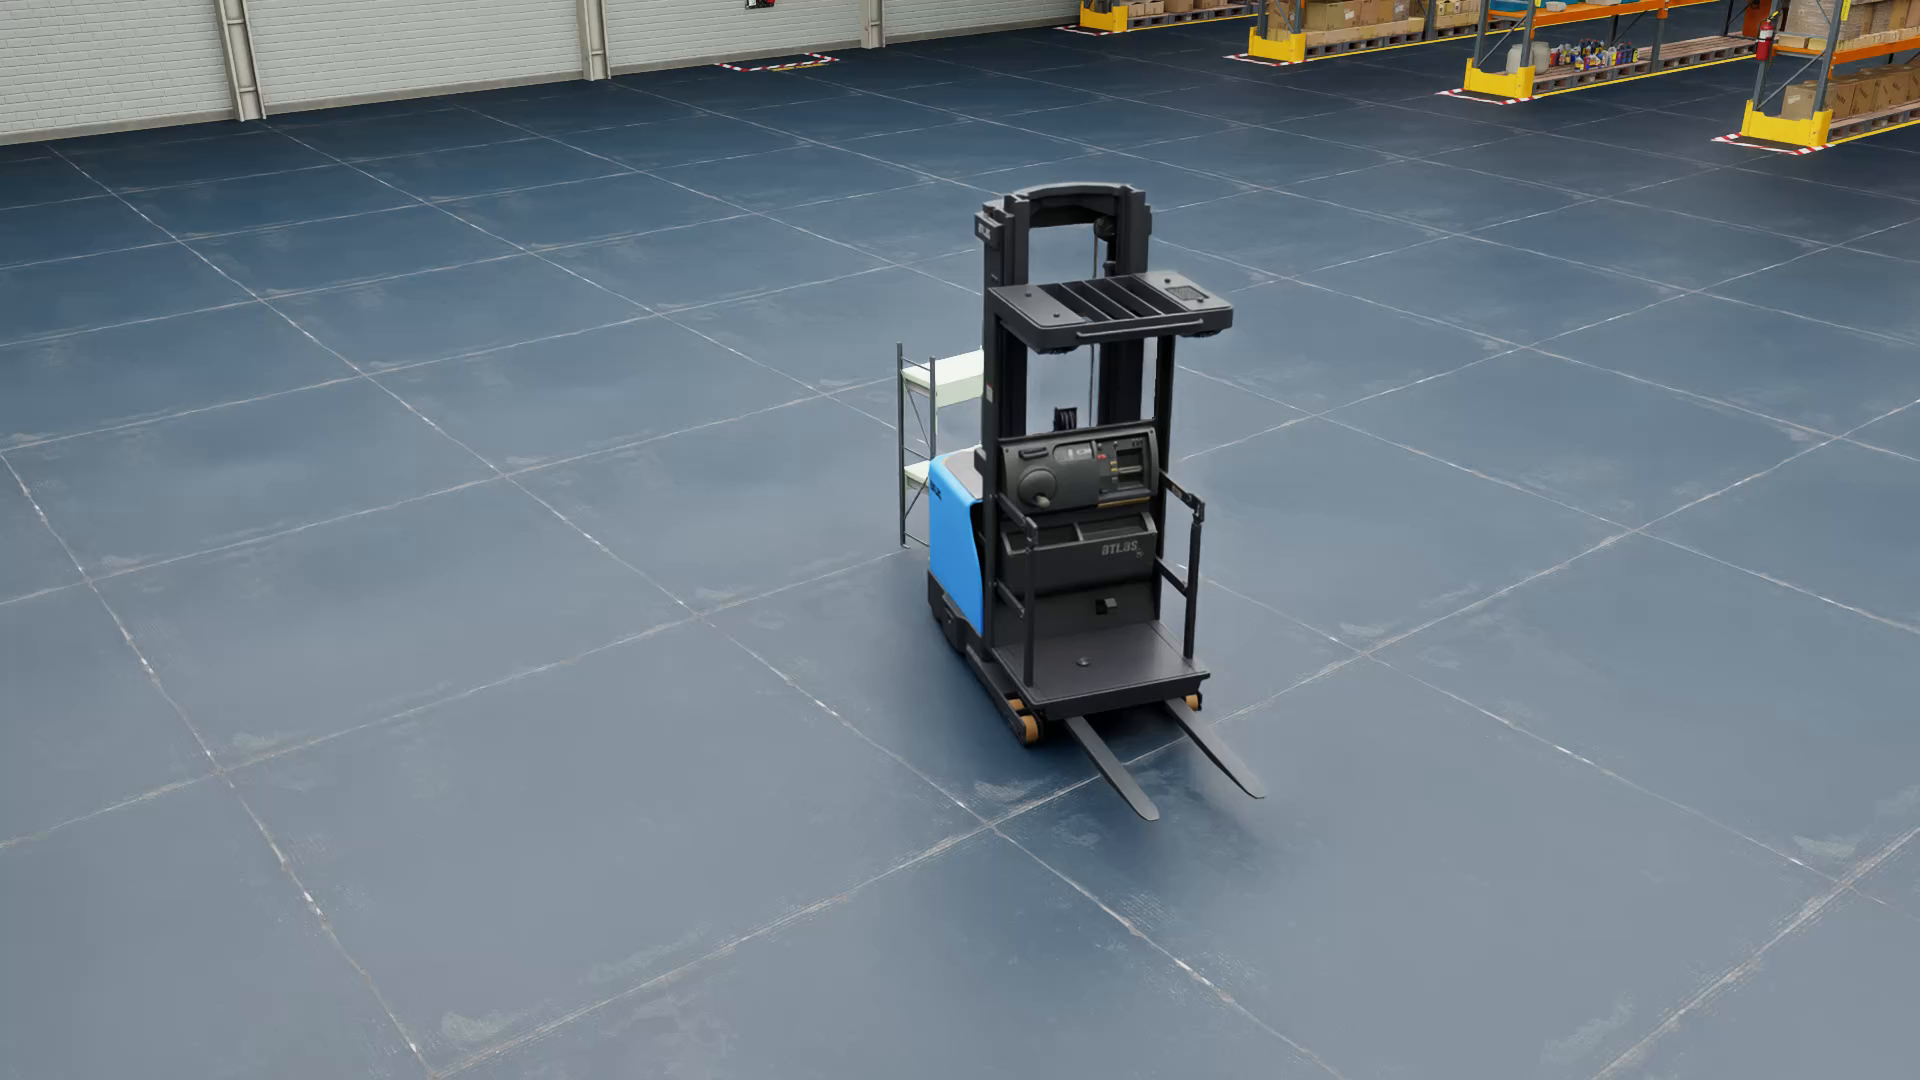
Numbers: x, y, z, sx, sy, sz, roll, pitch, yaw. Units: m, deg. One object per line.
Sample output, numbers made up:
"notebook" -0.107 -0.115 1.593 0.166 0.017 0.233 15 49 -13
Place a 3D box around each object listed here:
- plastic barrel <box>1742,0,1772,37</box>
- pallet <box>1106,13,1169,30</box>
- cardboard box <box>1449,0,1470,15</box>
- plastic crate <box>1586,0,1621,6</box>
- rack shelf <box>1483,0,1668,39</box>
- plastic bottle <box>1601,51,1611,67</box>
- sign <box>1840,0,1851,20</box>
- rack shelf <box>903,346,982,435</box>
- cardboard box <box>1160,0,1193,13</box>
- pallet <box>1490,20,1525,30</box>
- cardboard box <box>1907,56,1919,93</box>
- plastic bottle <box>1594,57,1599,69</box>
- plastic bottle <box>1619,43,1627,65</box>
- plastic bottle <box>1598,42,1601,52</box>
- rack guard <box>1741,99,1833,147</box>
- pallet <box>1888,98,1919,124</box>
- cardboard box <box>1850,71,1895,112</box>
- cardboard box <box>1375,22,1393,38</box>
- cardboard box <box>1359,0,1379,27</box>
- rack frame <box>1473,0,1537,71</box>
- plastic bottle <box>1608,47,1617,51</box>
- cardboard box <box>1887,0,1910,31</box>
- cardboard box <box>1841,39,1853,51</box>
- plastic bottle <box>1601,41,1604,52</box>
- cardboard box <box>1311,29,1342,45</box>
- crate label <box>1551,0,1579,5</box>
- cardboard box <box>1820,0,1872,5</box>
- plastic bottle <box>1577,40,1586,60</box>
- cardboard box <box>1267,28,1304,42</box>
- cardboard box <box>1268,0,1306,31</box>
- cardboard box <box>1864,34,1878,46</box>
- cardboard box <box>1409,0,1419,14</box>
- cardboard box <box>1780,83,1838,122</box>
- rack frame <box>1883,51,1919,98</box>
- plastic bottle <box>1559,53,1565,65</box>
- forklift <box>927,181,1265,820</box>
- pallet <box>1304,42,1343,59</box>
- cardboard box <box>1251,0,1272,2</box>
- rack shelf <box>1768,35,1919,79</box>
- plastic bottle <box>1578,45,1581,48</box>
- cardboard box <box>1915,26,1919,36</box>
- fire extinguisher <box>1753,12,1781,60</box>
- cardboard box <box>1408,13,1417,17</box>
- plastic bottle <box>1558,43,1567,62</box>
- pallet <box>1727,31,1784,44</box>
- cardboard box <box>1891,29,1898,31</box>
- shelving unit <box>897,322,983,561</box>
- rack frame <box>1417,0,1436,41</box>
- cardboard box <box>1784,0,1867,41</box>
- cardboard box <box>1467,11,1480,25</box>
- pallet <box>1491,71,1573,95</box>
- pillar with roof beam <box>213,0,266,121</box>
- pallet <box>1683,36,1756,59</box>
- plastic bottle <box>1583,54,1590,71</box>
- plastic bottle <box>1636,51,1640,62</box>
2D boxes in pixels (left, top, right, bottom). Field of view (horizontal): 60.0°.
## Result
"plastic barrel" 15.762 -10.342 32.676 0.708 0.830 0.600 -18 31 -34
"pallet" 3.700 -11.161 35.674 1.213 0.211 1.003 -18 31 -34
"cardboard box" 10.062 -10.956 34.023 0.500 0.311 0.500 -19 31 -35
"plastic crate" 11.118 -9.338 28.749 0.437 0.136 0.530 -18 31 -34
"rack shelf" 10.666 -9.118 28.815 4.000 0.370 1.077 -18 31 -34
"plastic bottle" 11.375 -8.490 29.321 0.135 0.276 0.152 -18 30 -33
"sign" 12.483 -7.497 23.439 0.005 0.325 0.100 -18 31 -34
"rack shelf" -0.005 -1.033 11.393 0.720 0.370 0.431 -18 31 -34
"cardboard box" 4.635 -11.744 36.066 0.500 0.500 0.700 -21 32 -37
"pallet" 11.662 -11.179 35.713 1.213 0.211 1.003 -18 31 -34
"cardboard box" 15.792 -7.541 27.009 0.500 0.500 0.700 -21 32 -38
"plastic bottle" 11.137 -8.363 29.136 0.097 0.201 0.097 0 25 0
"plastic bottle" 11.760 -8.649 29.574 0.185 0.351 0.144 -20 32 -37
"plastic bottle" 11.547 -8.865 30.120 0.133 0.283 0.061 -18 31 -34
"rack guard" 12.208 -6.170 24.577 0.348 0.500 1.175 -18 31 -34
"pallet" 14.789 -6.872 26.433 1.213 0.211 1.003 -18 31 -34
"cardboard box" 14.070 -6.950 25.760 0.500 0.500 0.500 -22 33 -38
"cardboard box" 8.172 -10.095 32.832 0.500 0.250 0.500 -18 31 -34
"cardboard box" 7.780 -10.304 32.393 0.500 0.500 0.500 -18 31 -34
"rack frame" 9.092 -8.925 27.544 0.127 3.000 1.000 -18 31 -34
"plastic bottle" 11.648 -8.658 29.682 0.135 0.276 0.152 -18 31 -34
"cardboard box" 13.738 -8.009 25.099 0.500 0.500 0.875 -18 31 -34
"cardboard box" 12.728 -7.224 24.177 0.250 0.149 0.380 -18 31 -34
"plastic bottle" 11.718 -8.988 30.399 0.097 0.271 0.097 0 25 0
"cardboard box" 6.989 -9.706 31.996 0.500 0.250 0.500 -18 31 -34
"crate label" 10.373 -9.508 28.760 0.616 0.435 0.502 -18 31 -34
"cardboard box" 12.749 -7.970 23.828 0.500 0.500 0.500 -18 31 -34
"plastic bottle" 11.200 -8.840 29.987 0.185 0.351 0.144 -20 31 -36
"cardboard box" 6.278 -9.747 32.083 0.500 0.250 0.500 -18 31 -34
"cardboard box" 6.277 -10.088 31.927 0.500 0.500 0.500 -18 31 -34
"cardboard box" 13.319 -7.418 24.596 0.250 0.149 0.380 -18 31 -34
"cardboard box" 9.328 -11.003 34.124 0.500 0.311 0.500 -18 31 -34
"cardboard box" 12.650 -6.497 24.784 0.500 0.500 0.500 -12 28 -25
"rack frame" 15.296 -8.323 26.247 0.127 3.000 1.000 -18 31 -34
"plastic bottle" 10.683 -8.533 29.502 0.097 0.201 0.097 0 25 0
"forklift" 0.752 -0.375 9.203 1.130 2.935 3.031 -8 26 -18
"pallet" 6.614 -9.514 32.127 1.213 0.211 1.003 -18 31 -34
"cardboard box" 6.695 -12.508 37.712 0.500 0.500 0.700 -17 30 -32
"rack shelf" 13.722 -7.477 25.279 4.000 0.370 1.077 -18 31 -34
"plastic bottle" 11.107 -8.754 29.894 0.097 0.271 0.097 0 25 0
"cardboard box" 14.466 -7.826 25.475 0.250 0.149 0.380 -18 31 -34
"fire extinguisher" 11.774 -7.372 24.290 0.183 0.674 0.296 -18 31 -34
"cardboard box" 9.333 -10.753 34.250 0.500 0.250 0.500 -19 31 -35
"plastic bottle" 10.719 -8.682 29.644 0.185 0.351 0.144 -17 30 -32
"pallet" 15.982 -9.956 33.080 1.213 0.211 1.003 -18 31 -34
"cardboard box" 13.875 -7.631 25.056 0.250 0.149 0.380 -18 31 -34
"shelving unit" -0.005 -0.679 11.558 0.755 1.500 0.431 -18 31 -34
"rack frame" 9.186 -11.606 33.321 0.127 3.000 1.000 -18 31 -34
"cardboard box" 12.598 -7.598 24.213 0.500 0.500 0.875 -18 31 -34
"cardboard box" 10.465 -10.839 34.437 0.500 0.250 0.500 -19 31 -36
"pallet" 9.765 -7.904 28.658 1.213 0.211 1.003 -18 31 -34
"pillar with roof beam" -8.512 -9.294 21.214 0.400 9.000 9.100 -18 31 -34
"pallet" 14.754 -9.549 32.203 1.213 0.211 1.003 -18 31 -34
"plastic bottle" 10.900 -8.313 28.929 0.133 0.283 0.061 -18 30 -33
"plastic bottle" 12.146 -8.696 29.854 0.097 0.201 0.097 0 25 0
